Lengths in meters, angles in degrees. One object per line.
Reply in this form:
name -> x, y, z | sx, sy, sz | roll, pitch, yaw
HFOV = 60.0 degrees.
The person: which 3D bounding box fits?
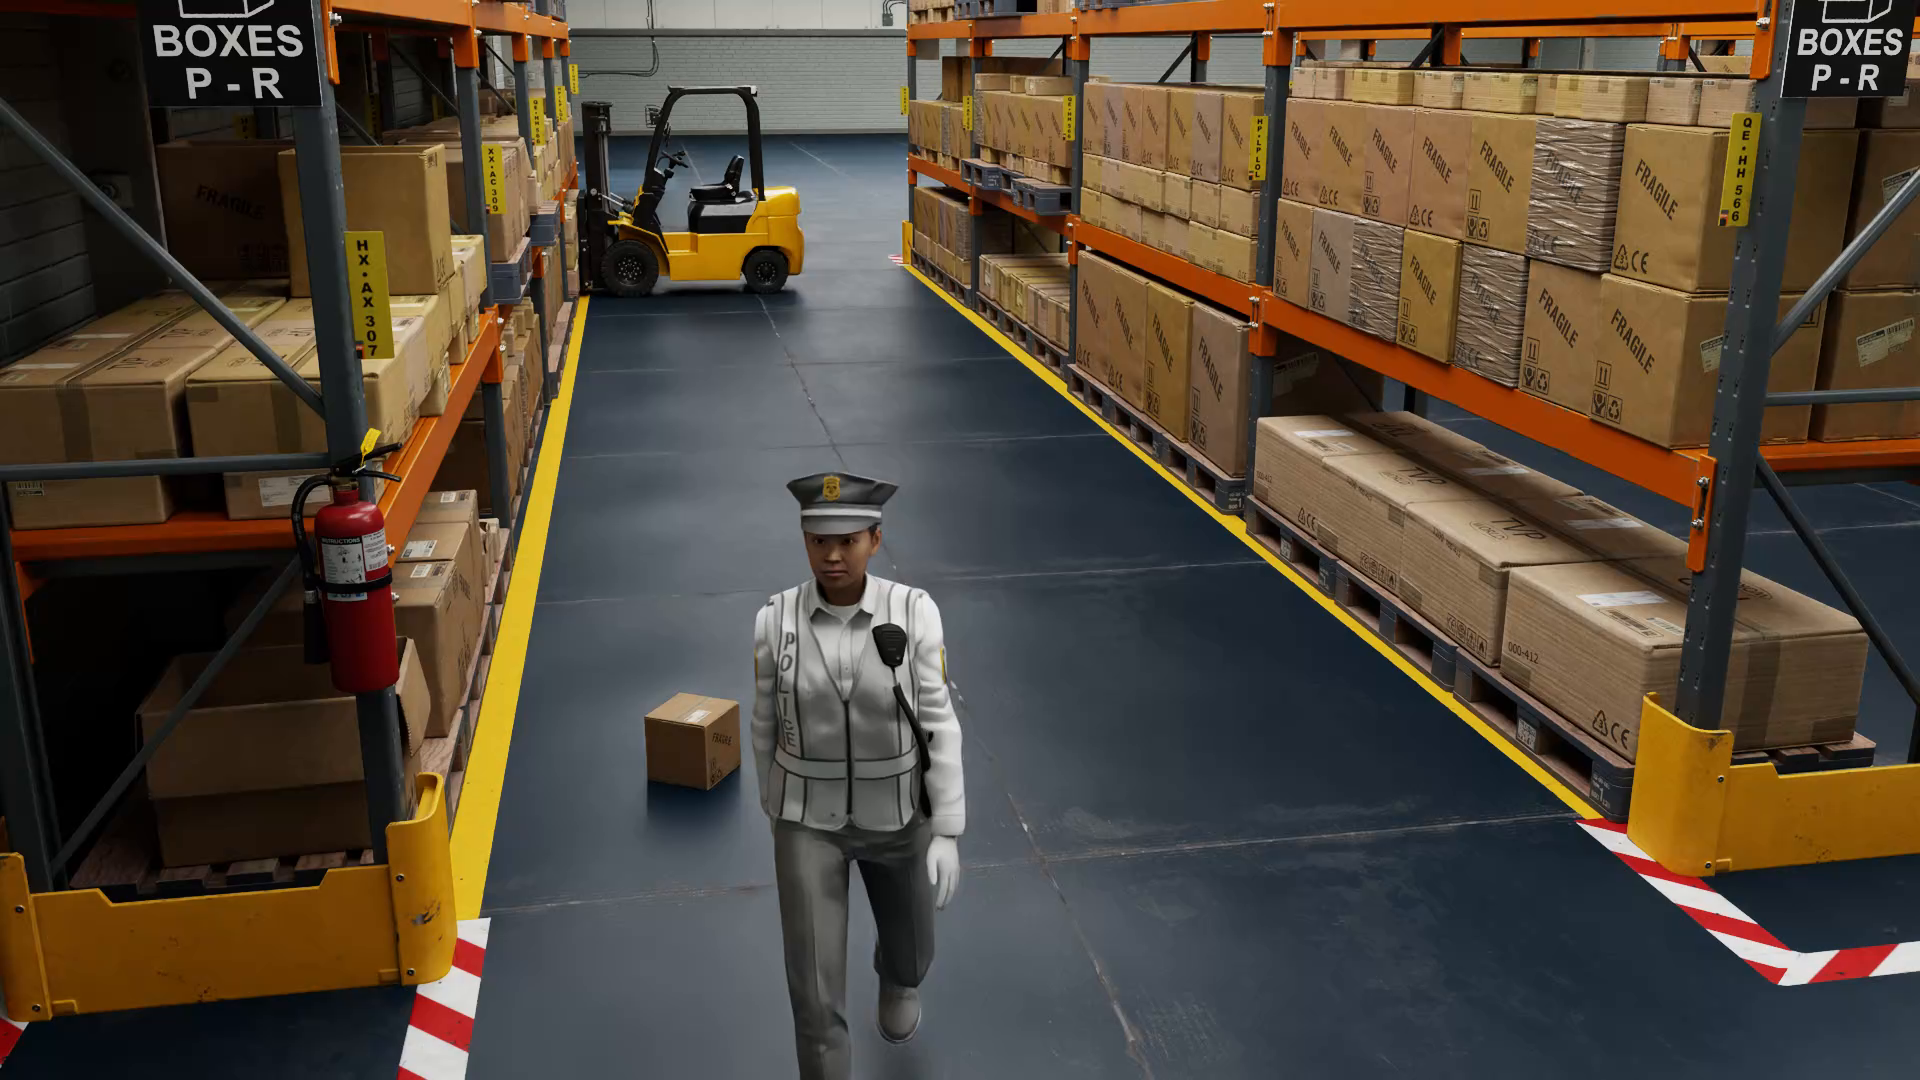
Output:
person -> -0.247, 0.618, 3.848 | 0.469, 1.647, 0.872 | -1, 17, -4
